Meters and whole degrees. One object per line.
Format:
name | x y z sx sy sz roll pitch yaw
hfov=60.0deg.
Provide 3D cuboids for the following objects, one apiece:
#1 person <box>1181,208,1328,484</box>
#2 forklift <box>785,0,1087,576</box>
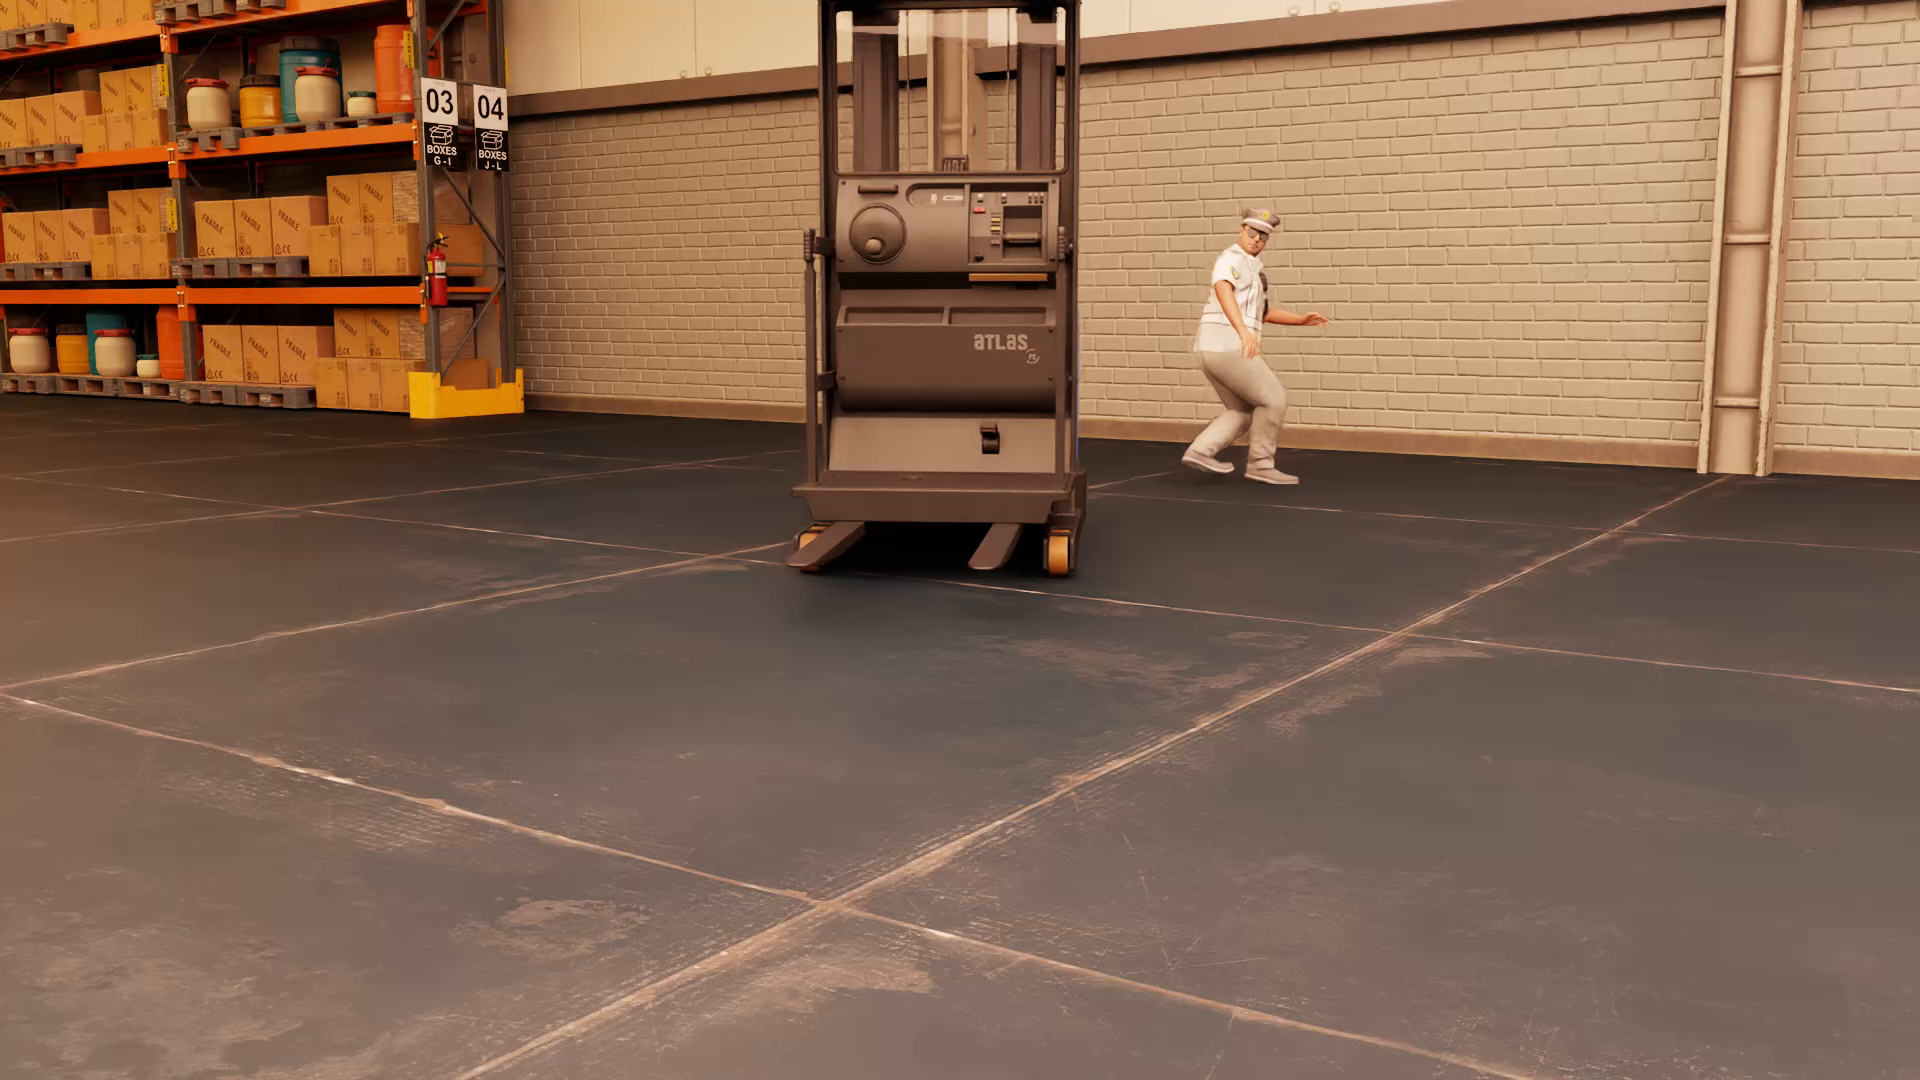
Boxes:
person | 1.759 -1.129 9.809 0.867 1.637 0.887 0 8 2
forklift | -0.072 -1.355 6.722 1.130 2.935 3.031 1 8 6
